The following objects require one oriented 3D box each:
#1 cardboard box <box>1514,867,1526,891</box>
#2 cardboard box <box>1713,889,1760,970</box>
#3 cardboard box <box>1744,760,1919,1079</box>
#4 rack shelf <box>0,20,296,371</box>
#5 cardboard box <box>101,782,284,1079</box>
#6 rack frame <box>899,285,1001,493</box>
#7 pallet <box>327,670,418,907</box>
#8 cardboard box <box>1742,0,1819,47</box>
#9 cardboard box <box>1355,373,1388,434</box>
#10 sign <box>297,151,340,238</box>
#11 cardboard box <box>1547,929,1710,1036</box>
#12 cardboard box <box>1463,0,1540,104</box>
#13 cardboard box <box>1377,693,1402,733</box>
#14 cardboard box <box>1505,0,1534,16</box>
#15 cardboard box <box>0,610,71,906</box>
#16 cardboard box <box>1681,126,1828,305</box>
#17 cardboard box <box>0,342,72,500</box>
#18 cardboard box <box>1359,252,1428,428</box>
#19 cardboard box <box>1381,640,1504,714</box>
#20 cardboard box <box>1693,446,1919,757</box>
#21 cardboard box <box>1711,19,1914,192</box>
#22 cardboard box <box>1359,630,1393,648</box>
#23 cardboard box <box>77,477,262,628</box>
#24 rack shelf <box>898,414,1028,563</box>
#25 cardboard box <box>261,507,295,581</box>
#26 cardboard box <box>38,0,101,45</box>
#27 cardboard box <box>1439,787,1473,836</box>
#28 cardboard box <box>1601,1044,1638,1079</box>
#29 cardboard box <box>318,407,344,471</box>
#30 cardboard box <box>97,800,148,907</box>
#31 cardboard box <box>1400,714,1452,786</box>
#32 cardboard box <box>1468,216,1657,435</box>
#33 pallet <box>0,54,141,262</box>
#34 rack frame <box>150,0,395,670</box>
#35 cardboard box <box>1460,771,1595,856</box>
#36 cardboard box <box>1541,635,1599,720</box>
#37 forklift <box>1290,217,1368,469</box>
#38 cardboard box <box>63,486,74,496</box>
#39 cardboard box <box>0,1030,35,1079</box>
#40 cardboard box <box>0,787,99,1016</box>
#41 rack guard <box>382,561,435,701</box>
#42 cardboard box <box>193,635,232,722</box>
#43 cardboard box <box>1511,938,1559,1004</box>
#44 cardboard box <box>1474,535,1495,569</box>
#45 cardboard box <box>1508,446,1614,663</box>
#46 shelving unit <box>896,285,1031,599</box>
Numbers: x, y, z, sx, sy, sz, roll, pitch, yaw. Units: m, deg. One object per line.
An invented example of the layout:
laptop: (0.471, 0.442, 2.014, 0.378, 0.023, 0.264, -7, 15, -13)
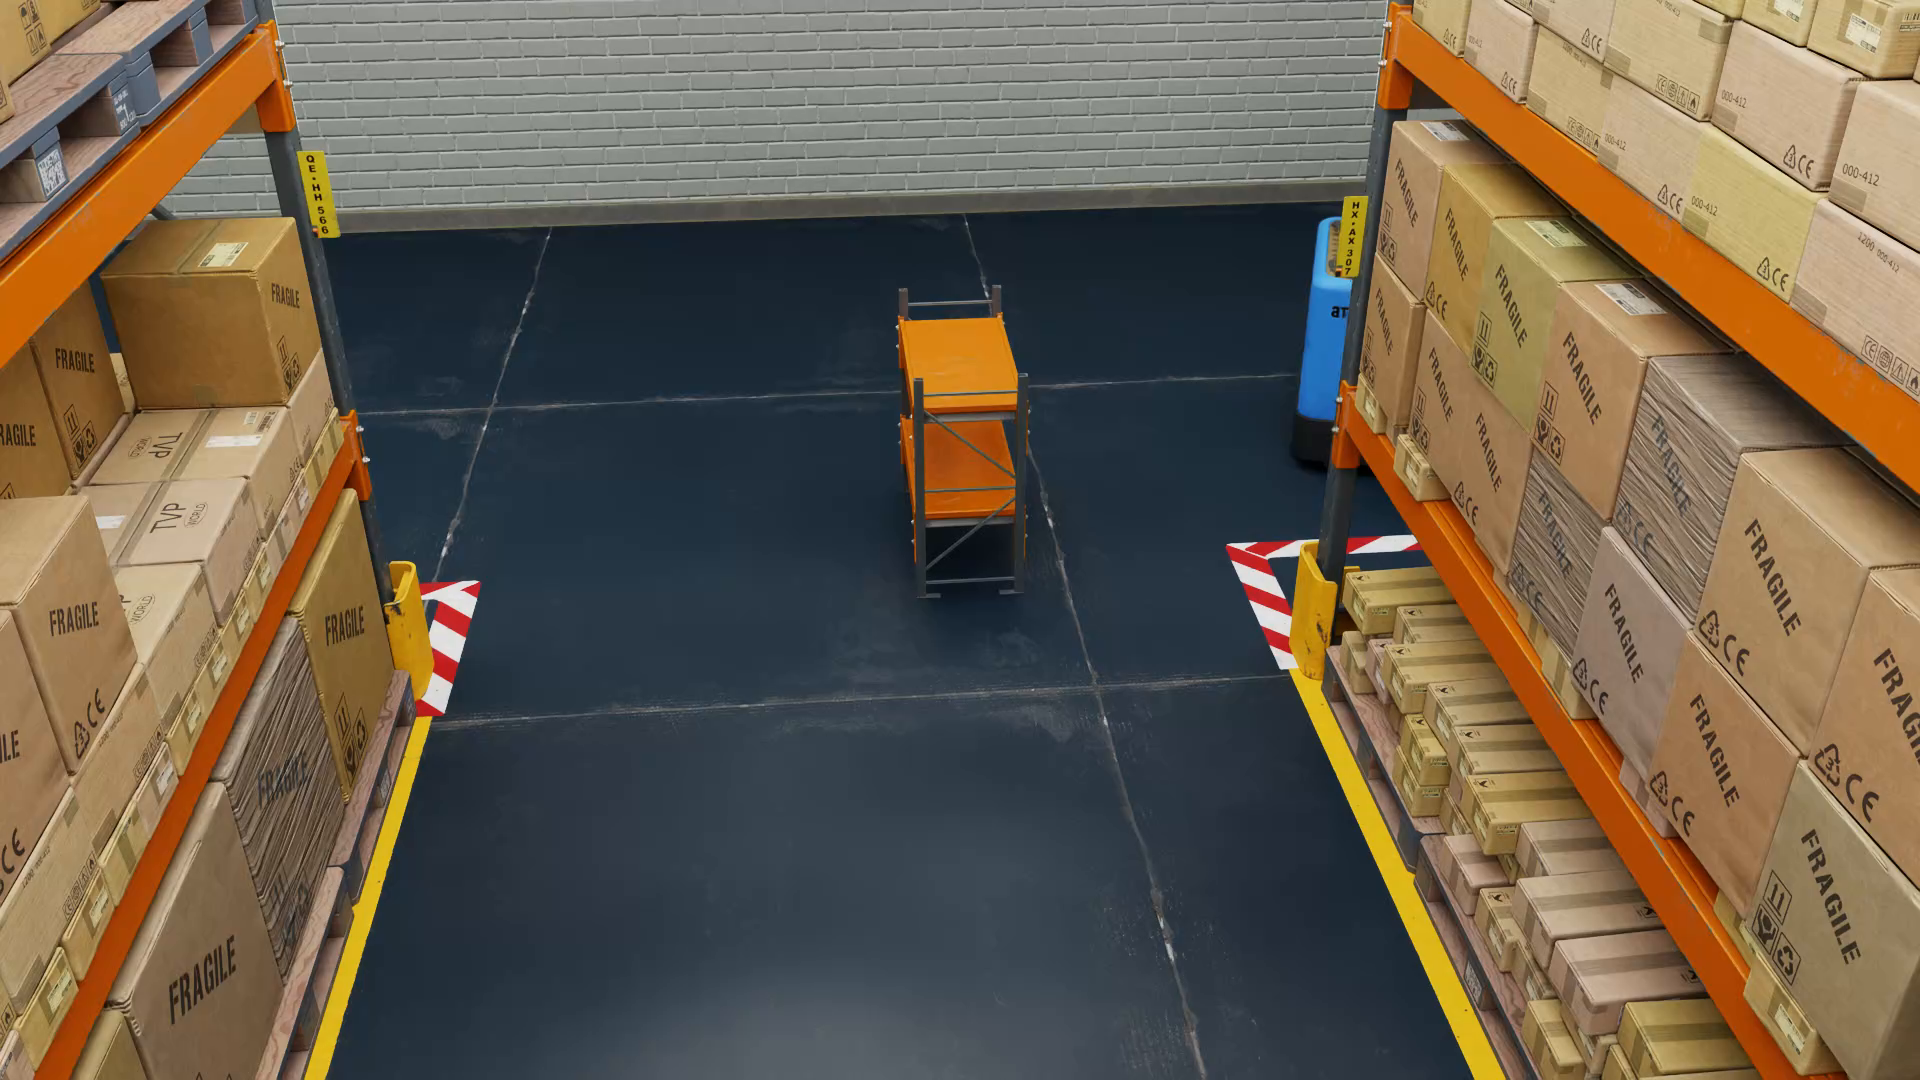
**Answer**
cardboard box: (2.052, 1.172, 5.442, 0.380, 0.149, 0.250, -1, 31, -2)
cardboard box: (2.077, 0.921, 4.027, 0.380, 0.149, 0.250, -2, 31, -3)
cardboard box: (2.108, 0.810, 3.582, 0.500, 0.500, 0.500, -3, 31, -5)
rack shelf: (-2.700, -0.600, 4.106, 1.077, 0.370, 4.000, -3, 31, -5)
cardboard box: (-2.579, 1.331, 4.759, 0.875, 0.875, 0.875, -3, 31, -5)
rack frame: (-0.048, -0.746, 8.402, 0.500, 1.125, 0.032, -3, 31, -5)
pallet: (-2.734, 0.959, 6.438, 1.003, 0.211, 1.213, -3, 31, -5)
cardboard box: (1.987, -1.201, 3.681, 0.380, 0.149, 0.250, -3, 31, -5)
cardboard box: (1.765, -0.540, 6.473, 0.380, 0.149, 0.250, -3, 31, -5)
sign: (-2.345, -1.260, 6.075, 0.100, 0.325, 0.005, -3, 31, -5)
cardboard box: (1.985, 1.307, 4.927, 0.380, 0.149, 0.250, -4, 31, -7)
cardboard box: (1.893, -1.541, 5.127, 0.500, 0.250, 0.500, -2, 31, -3)
cardboard box: (1.897, 0.628, 6.645, 0.380, 0.149, 0.250, -3, 31, -5)
cardboard box: (1.893, -1.764, 5.011, 0.500, 0.250, 0.500, -3, 31, -5)
cardboard box: (-2.342, 0.506, 3.603, 0.500, 0.500, 0.500, -3, 31, -5)
cardboard box: (2.037, -0.762, 3.822, 0.500, 0.250, 0.500, -3, 31, -5)
cardboard box: (-3.010, -0.250, 4.869, 0.500, 0.500, 0.500, -4, 31, -6)
cardboard box: (1.828, -0.757, 6.204, 0.500, 0.500, 0.500, -1, 31, -2)
cardboard box: (1.813, 0.513, 6.256, 0.380, 0.149, 0.250, -3, 31, -5)
cardboard box: (2.068, 0.123, 3.756, 0.500, 0.500, 0.500, -4, 31, -6)
cardboard box: (2.048, -0.980, 3.699, 0.500, 0.250, 0.500, -2, 31, -3)
cardboard box: (1.854, 0.367, 6.791, 0.380, 0.149, 0.250, -2, 31, -3)
cardboard box: (-2.483, 0.048, 5.101, 0.500, 0.250, 0.500, -4, 31, -6)
rack shelf: (-0.001, -0.276, 8.093, 0.538, 0.278, 1.000, -3, 31, -5)
cardboard box: (-2.455, 0.020, 5.536, 0.380, 0.149, 0.250, -2, 31, -4)
cardboard box: (-2.852, -1.640, 4.542, 0.700, 0.500, 0.500, -4, 31, -6)
cardboard box: (1.961, 1.015, 5.995, 0.380, 0.149, 0.250, -3, 31, -4)
cardboard box: (2.083, 1.578, 4.764, 0.380, 0.149, 0.250, -2, 31, -4)
cardboard box: (-2.526, -0.369, 6.187, 0.380, 0.149, 0.250, -2, 31, -4)
cardboard box: (-2.310, 0.807, 4.218, 0.380, 0.149, 0.250, -3, 31, -5)
cardboard box: (1.851, 0.767, 6.122, 0.380, 0.149, 0.250, -2, 31, -3)
cardboard box: (1.918, -0.663, 5.071, 0.500, 0.500, 0.500, -3, 31, -6)
pallet: (-2.690, -0.890, 3.976, 1.003, 0.211, 1.213, -3, 31, -5)
rack frame: (-2.887, -0.643, 6.401, 1.000, 3.000, 0.127, -3, 31, -5)
cardboard box: (1.914, 0.914, 5.584, 0.380, 0.149, 0.250, -2, 31, -4)
cardboard box: (1.957, 0.392, 4.913, 0.380, 0.149, 0.250, -2, 31, -4)
forklift: (3.343, -1.724, 8.277, 3.031, 2.935, 1.130, 6, 31, 11)
cardboard box: (-3.012, 0.074, 5.057, 0.500, 0.250, 0.500, -4, 31, -6)
cardboard box: (-2.234, 1.206, 3.550, 0.380, 0.149, 0.250, -4, 31, -6)
cardboard box: (-2.338, 0.830, 3.792, 0.500, 0.250, 0.500, -3, 31, -5)
rack guard: (-2.889, 0.418, 7.062, 1.175, 0.500, 0.348, -3, 31, -5)
cardboard box: (-2.383, 0.412, 4.880, 0.380, 0.149, 0.250, -2, 31, -4)
cardboard box: (2.005, 1.409, 5.337, 0.380, 0.149, 0.250, -2, 31, -4)
cardboard box: (1.963, -0.006, 5.580, 0.380, 0.149, 0.250, -3, 31, -5)
cardboard box: (1.990, 0.026, 4.894, 0.500, 0.500, 0.500, -4, 31, -6)
shelving unit: (-0.001, -0.486, 7.967, 0.538, 1.125, 1.048, -3, 31, -5)
